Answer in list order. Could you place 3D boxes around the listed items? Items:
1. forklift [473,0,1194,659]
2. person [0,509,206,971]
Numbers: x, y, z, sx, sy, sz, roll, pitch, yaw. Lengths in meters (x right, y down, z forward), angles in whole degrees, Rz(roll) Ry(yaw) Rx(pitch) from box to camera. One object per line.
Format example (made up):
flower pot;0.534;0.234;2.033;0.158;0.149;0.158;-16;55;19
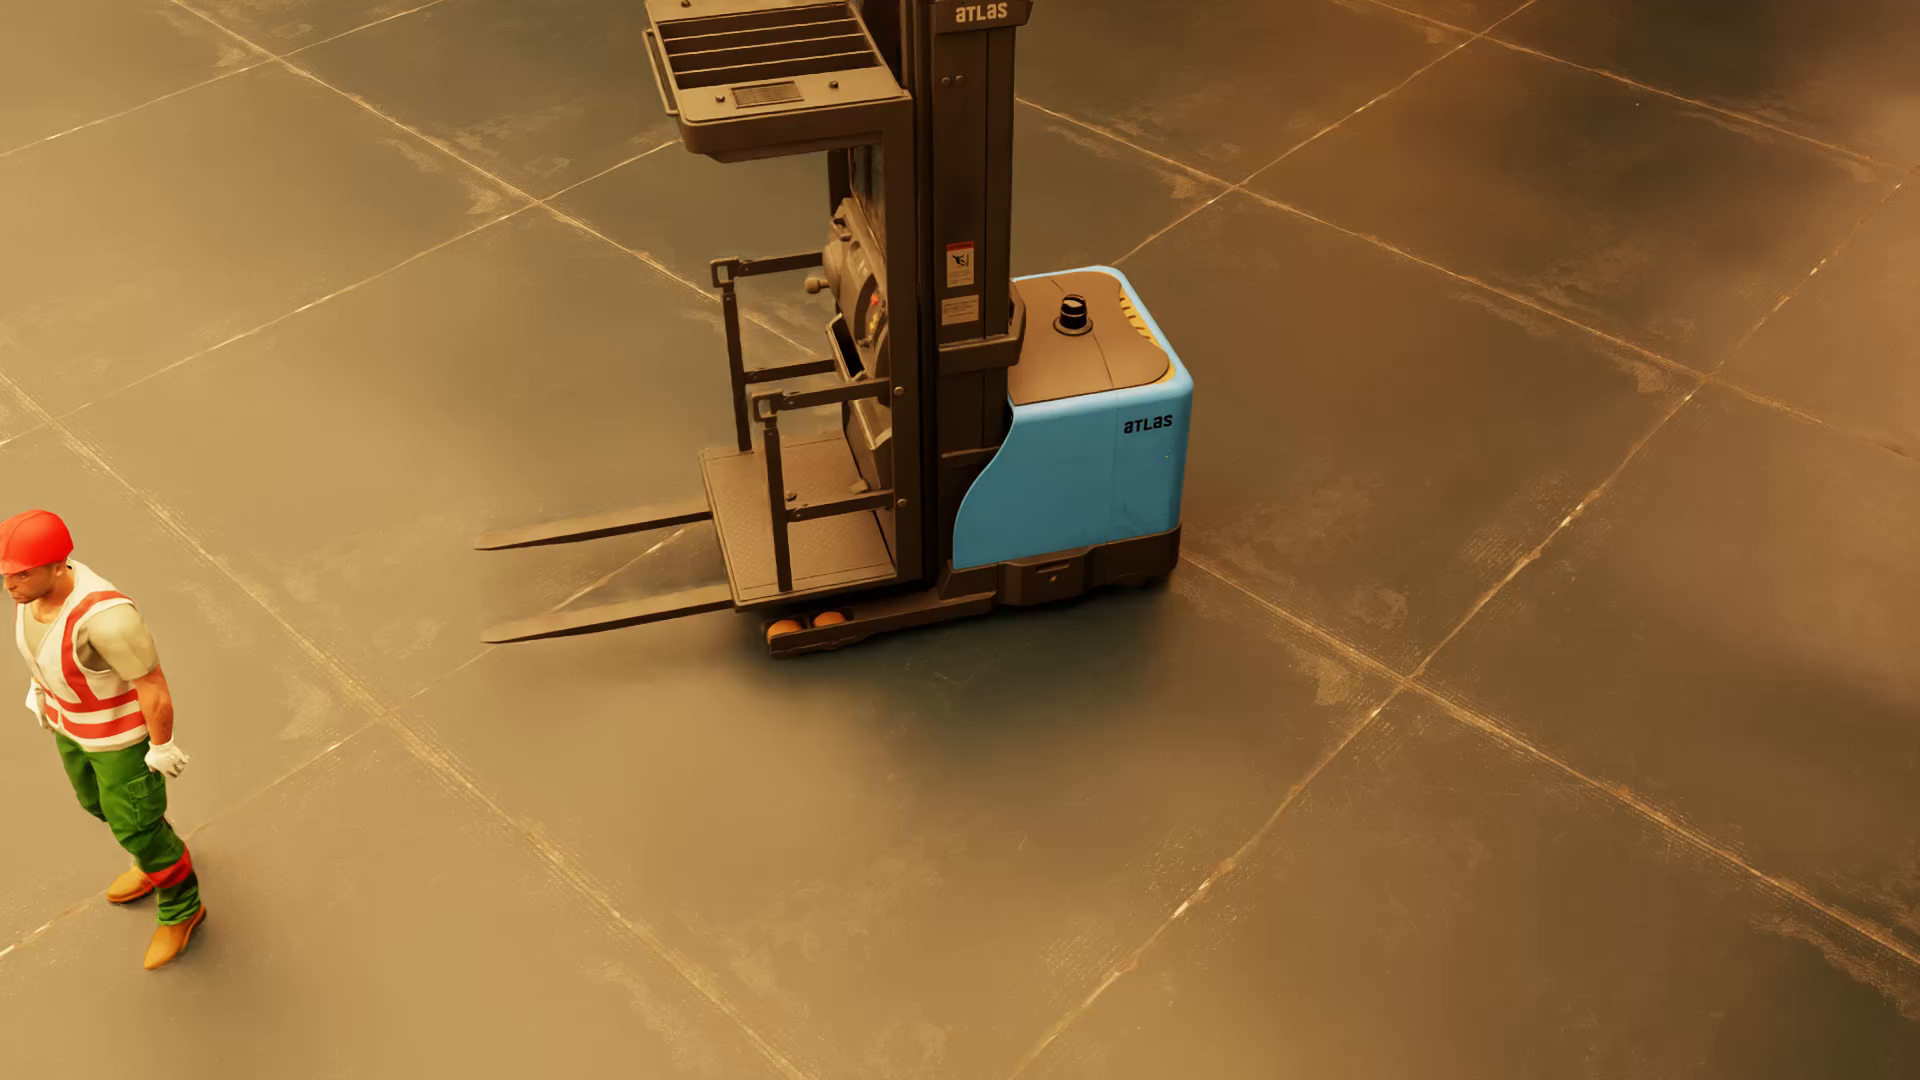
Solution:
forklift;-0.600;-0.992;6.585;3.031;2.935;1.130;-10;42;-12
person;-2.918;0.654;5.570;0.631;1.811;0.501;24;46;25
